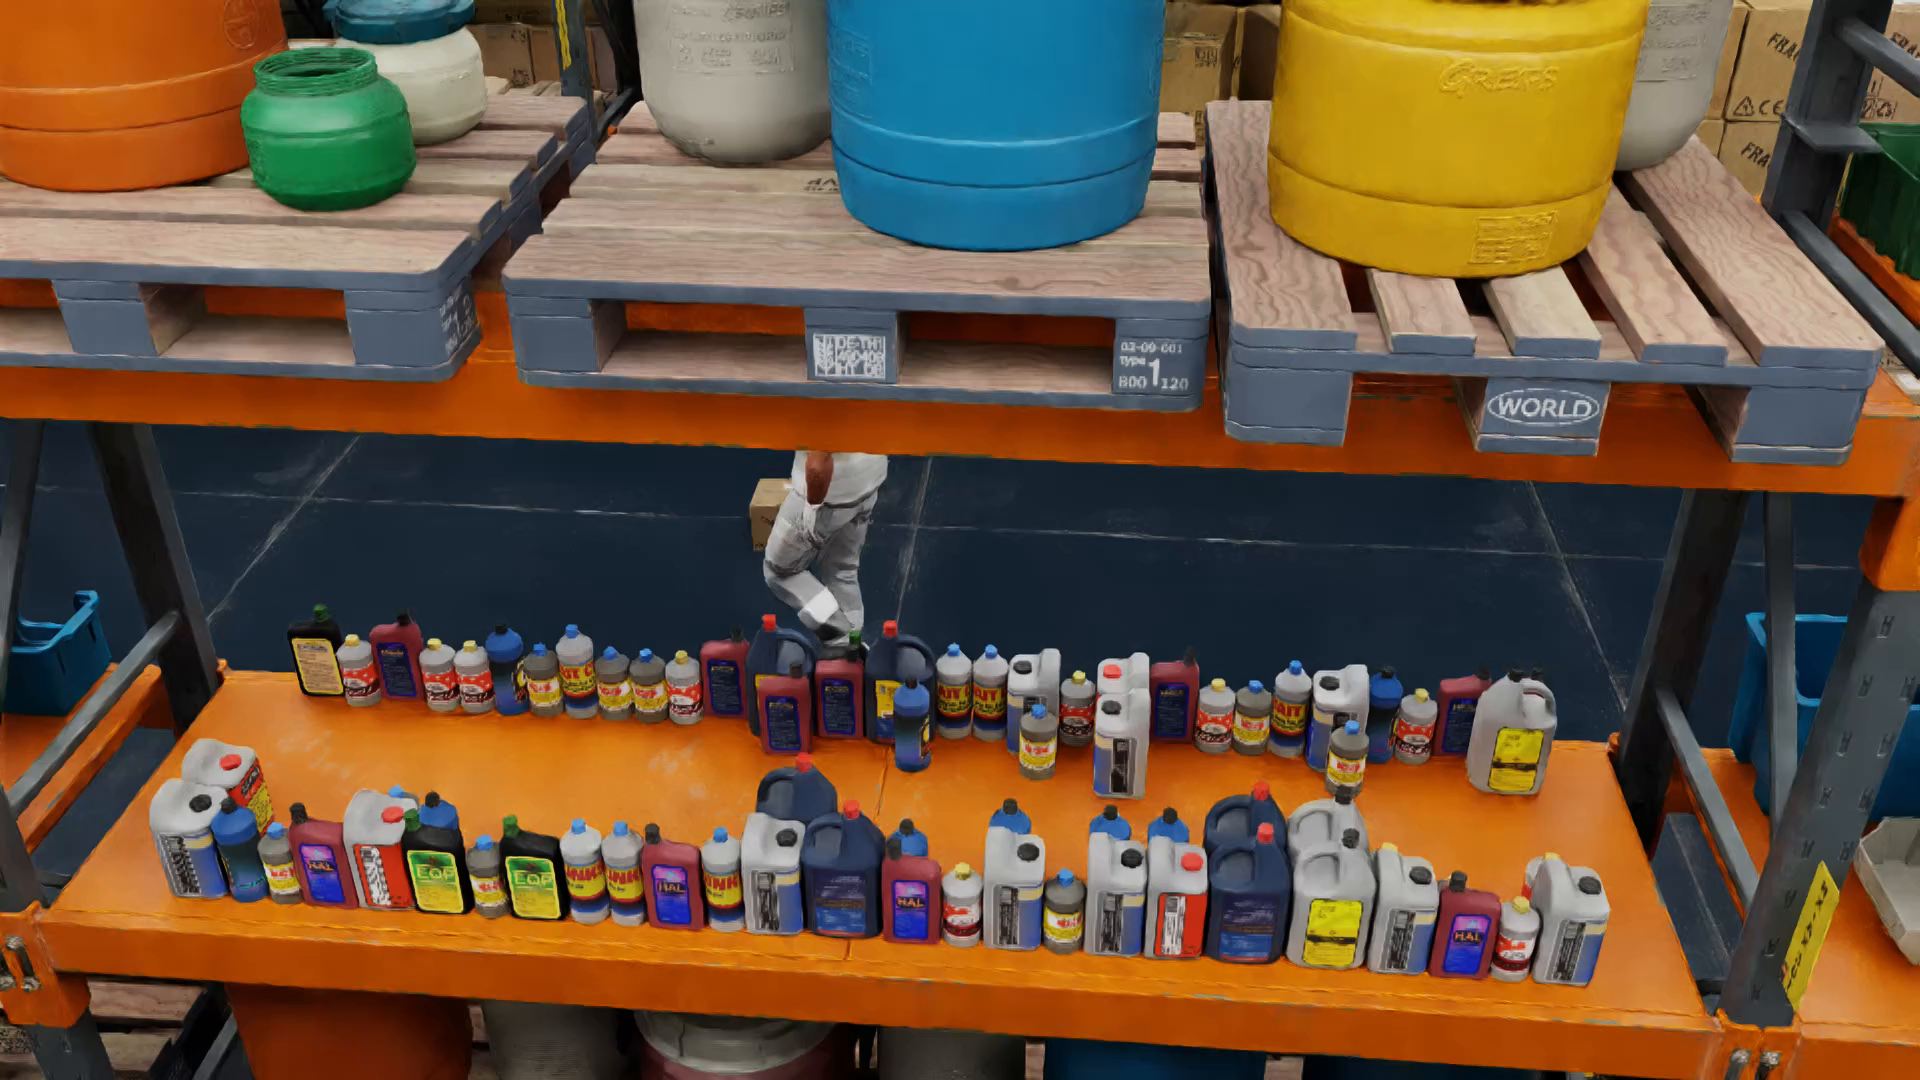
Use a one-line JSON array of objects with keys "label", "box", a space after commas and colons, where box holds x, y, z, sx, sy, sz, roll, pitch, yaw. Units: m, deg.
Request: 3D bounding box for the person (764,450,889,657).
[{"label": "person", "box": [-0.448, -0.200, 6.412, 0.501, 1.768, 0.565, 19, 36, 27]}]
